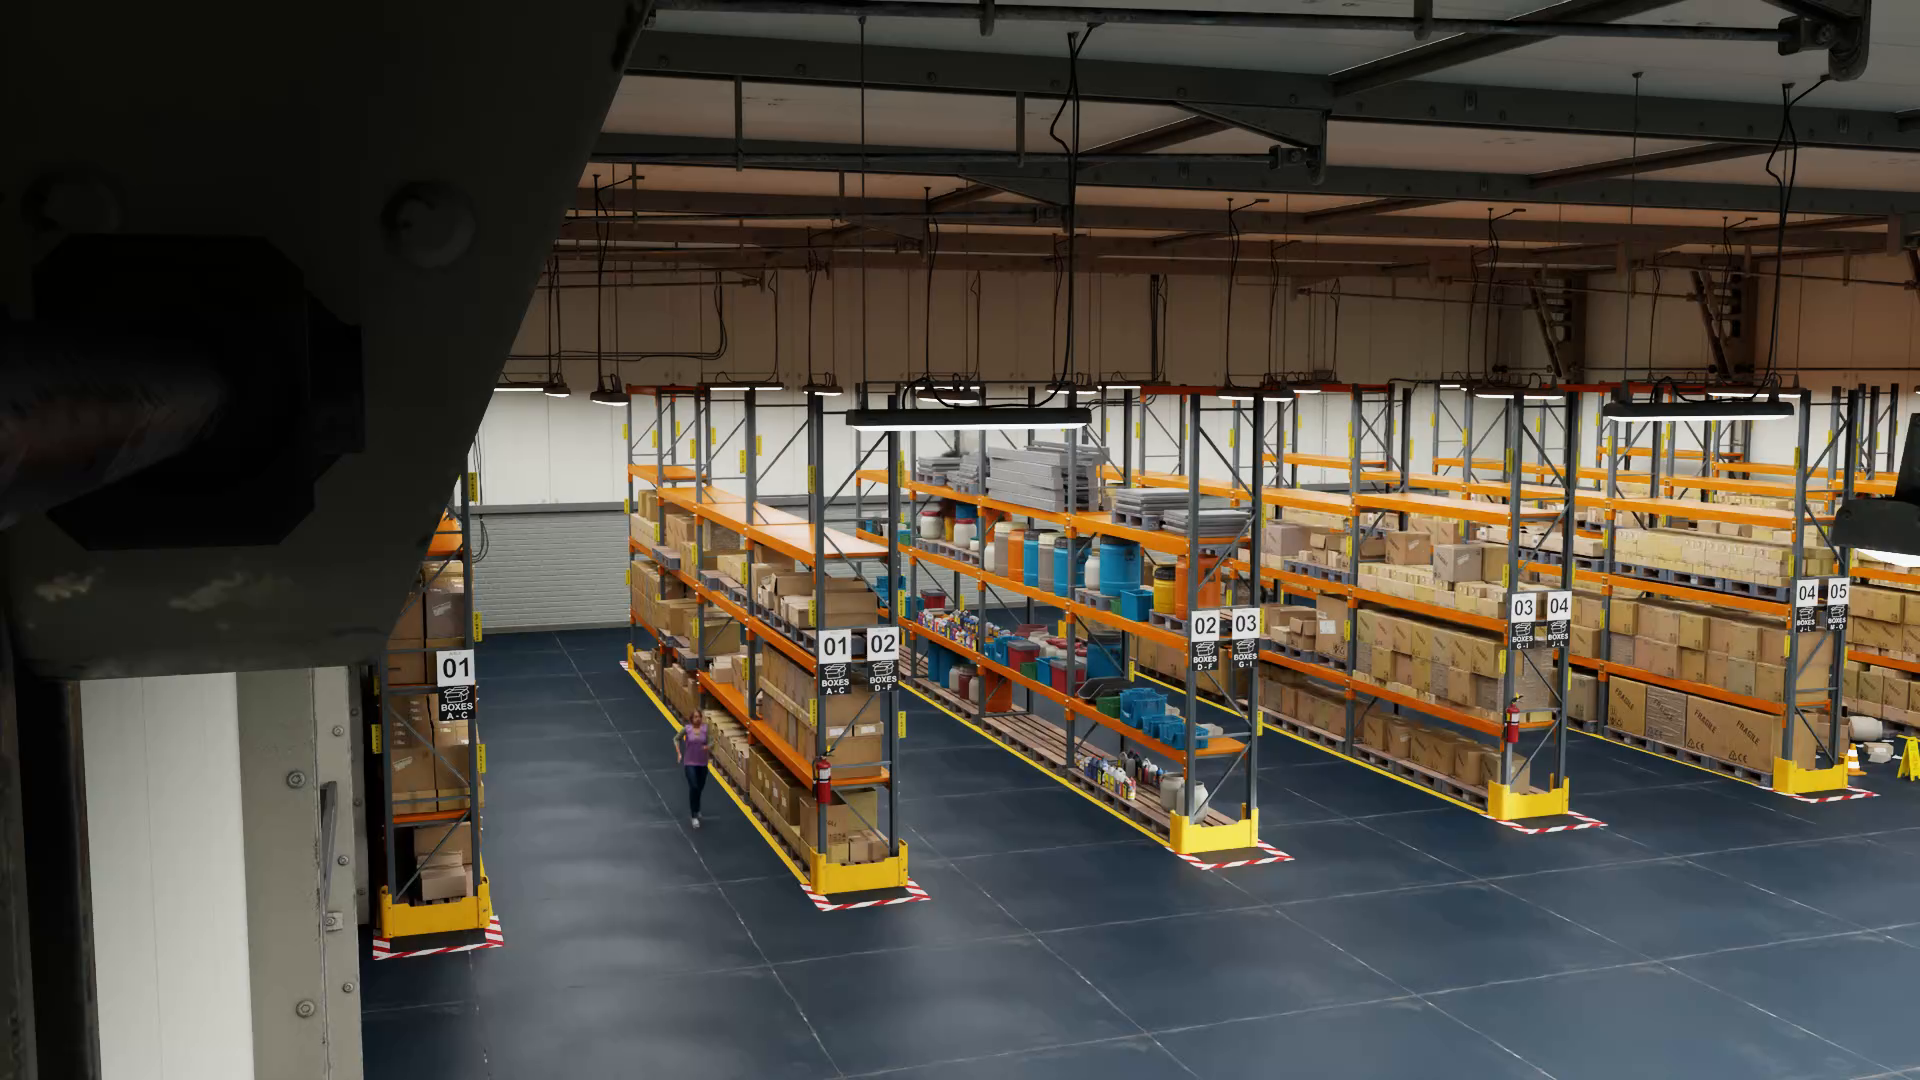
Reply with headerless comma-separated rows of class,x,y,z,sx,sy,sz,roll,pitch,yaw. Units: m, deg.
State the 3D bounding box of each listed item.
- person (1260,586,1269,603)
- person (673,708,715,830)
person,6.683,1.641,37.455,0.690,1.691,0.646,-2,6,-16
person,-3.674,3.148,23.100,0.507,1.646,0.728,-3,7,-26
